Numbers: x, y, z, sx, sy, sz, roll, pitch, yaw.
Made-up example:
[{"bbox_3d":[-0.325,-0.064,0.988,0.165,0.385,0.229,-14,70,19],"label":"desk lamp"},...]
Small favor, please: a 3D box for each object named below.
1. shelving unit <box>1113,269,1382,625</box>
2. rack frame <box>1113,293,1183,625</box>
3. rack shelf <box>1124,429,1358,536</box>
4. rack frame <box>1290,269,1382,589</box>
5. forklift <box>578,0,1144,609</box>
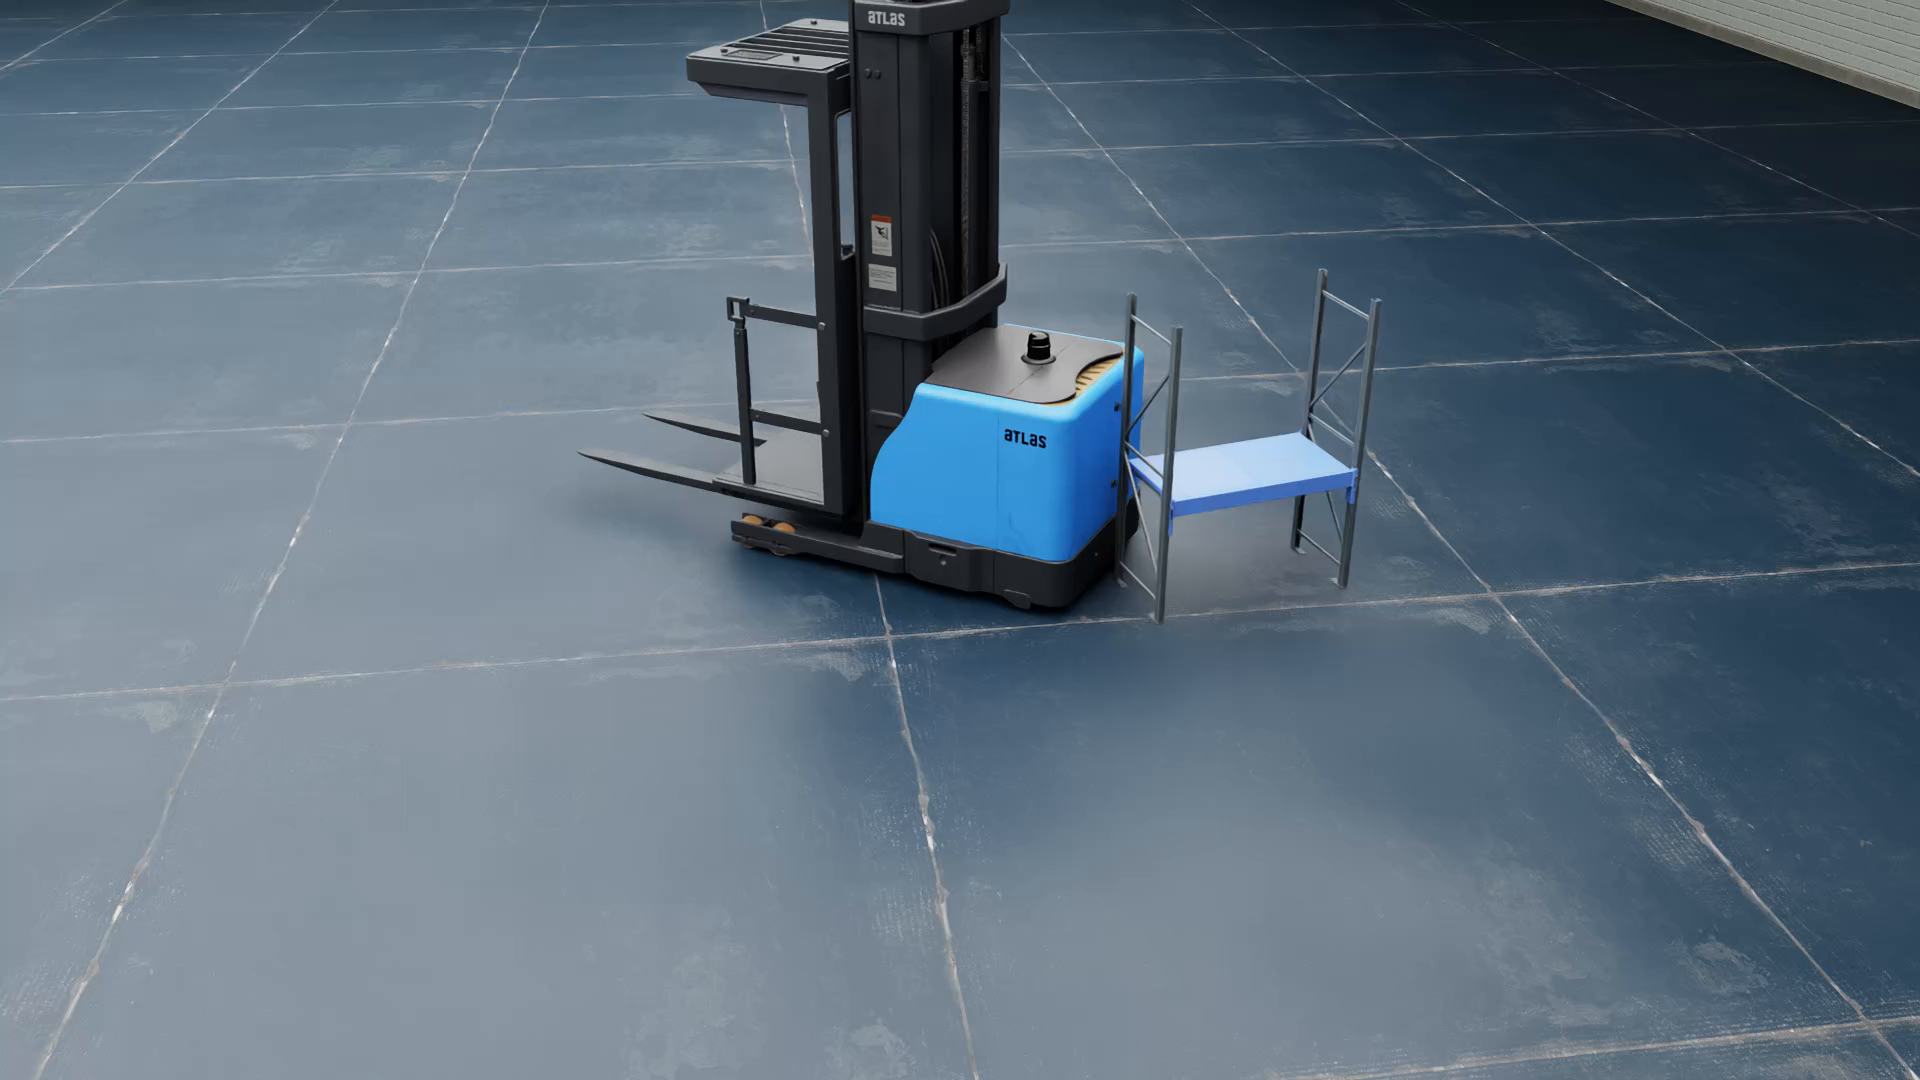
[{"bbox_3d":[1.350,-0.449,7.981,1.048,1.500,0.538,-10,29,-18],"label":"shelving unit"},{"bbox_3d":[0.873,-0.367,7.823,0.032,1.500,0.500,-10,29,-18],"label":"rack frame"},{"bbox_3d":[1.350,-0.288,8.063,1.000,0.185,0.538,-10,29,-18],"label":"rack shelf"},{"bbox_3d":[1.826,-0.530,8.140,0.032,1.500,0.500,-10,29,-18],"label":"rack frame"},{"bbox_3d":[-0.619,-1.423,8.313,3.031,2.935,1.130,13,30,23],"label":"forklift"}]
